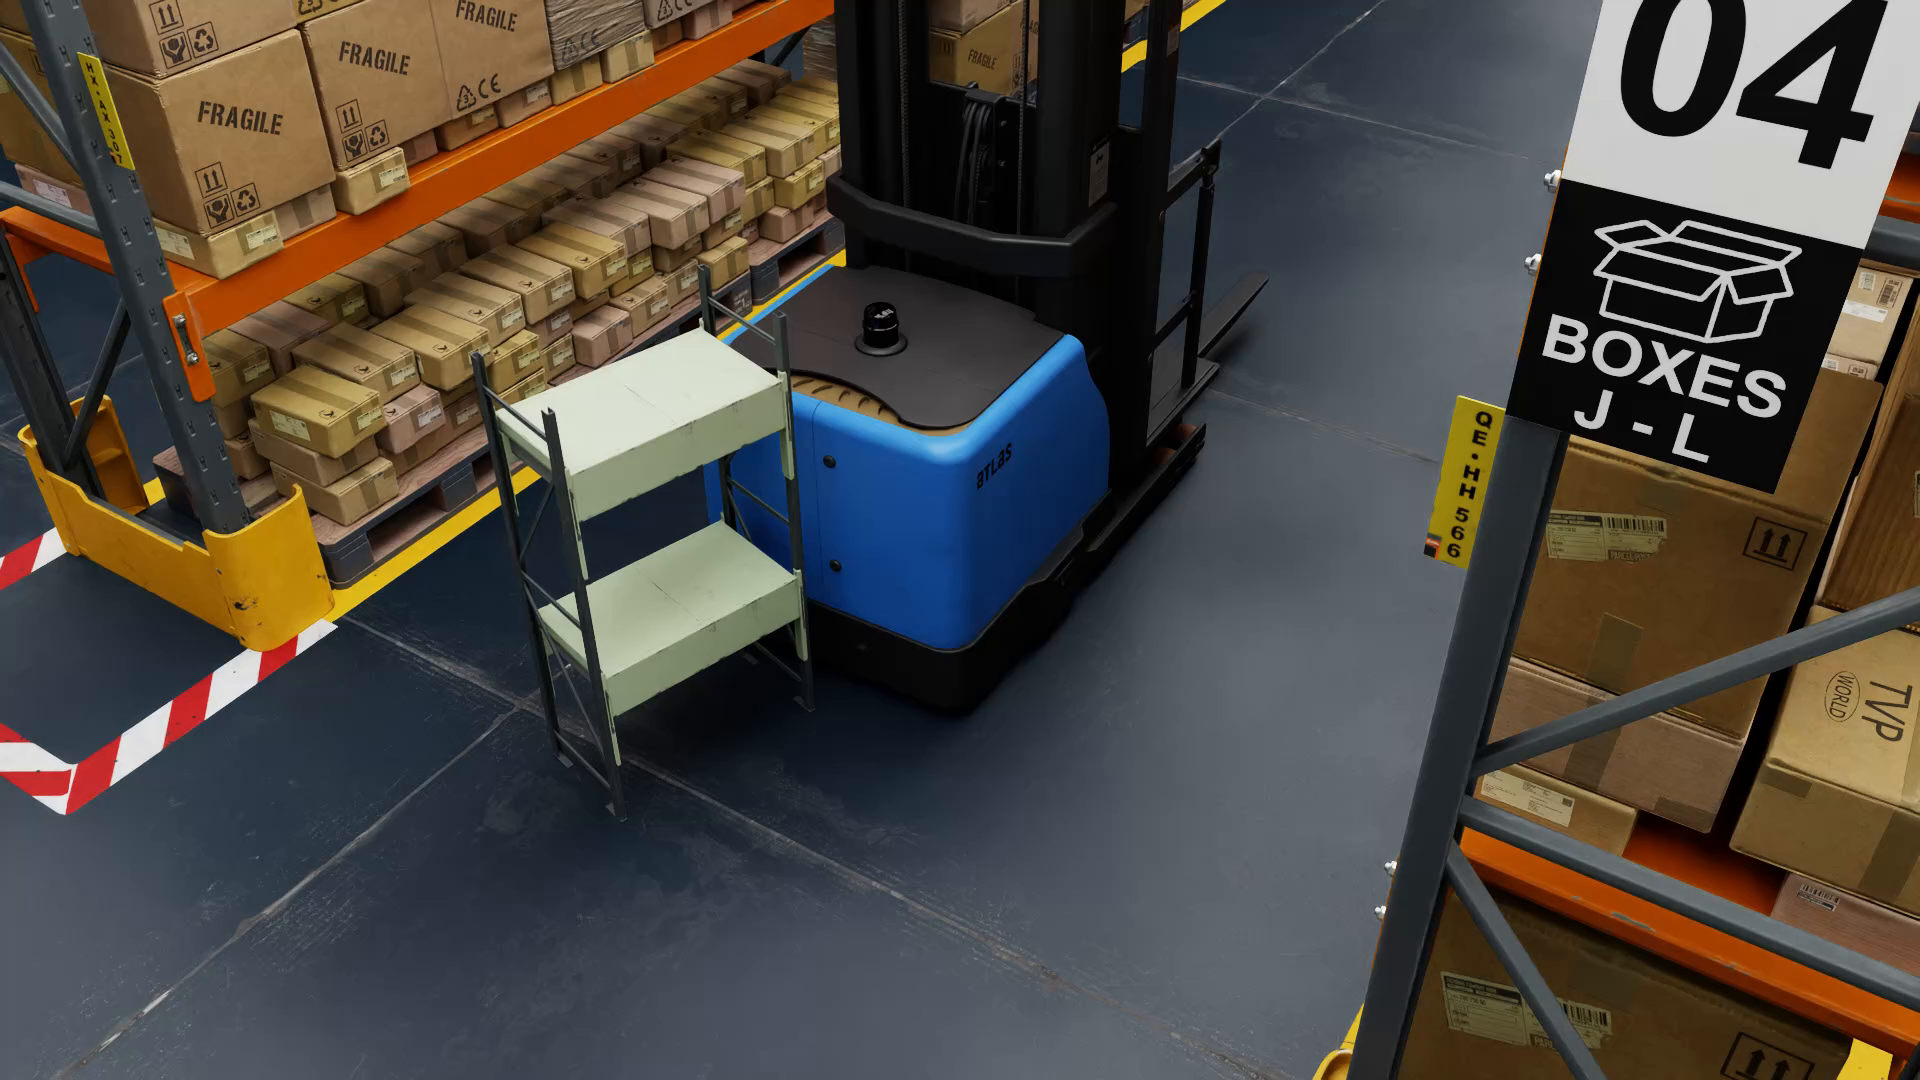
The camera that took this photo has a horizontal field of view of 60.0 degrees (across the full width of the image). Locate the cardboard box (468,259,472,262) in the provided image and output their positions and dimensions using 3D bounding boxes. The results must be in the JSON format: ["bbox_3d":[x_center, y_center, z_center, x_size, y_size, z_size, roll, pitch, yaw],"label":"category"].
[{"bbox_3d":[-2.098,-1.212,7.113,0.380,0.149,0.250,23,43,27],"label":"cardboard box"}]

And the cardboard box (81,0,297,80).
[{"bbox_3d":[-2.372,-1.724,4.885,0.500,0.500,0.500,21,42,25],"label":"cardboard box"}]

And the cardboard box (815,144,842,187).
[{"bbox_3d":[-0.728,-1.833,7.918,0.380,0.149,0.250,19,42,23],"label":"cardboard box"}]

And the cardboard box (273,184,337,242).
[{"bbox_3d":[-2.285,-1.131,5.466,0.380,0.149,0.250,23,43,27],"label":"cardboard box"}]

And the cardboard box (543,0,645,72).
[{"bbox_3d":[-1.556,-2.122,6.220,0.500,0.500,0.500,20,42,24],"label":"cardboard box"}]

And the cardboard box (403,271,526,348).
[{"bbox_3d":[-1.917,-0.882,6.441,0.380,0.149,0.250,19,42,23],"label":"cardboard box"}]

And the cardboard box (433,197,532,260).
[{"bbox_3d":[-2.028,-1.309,6.995,0.380,0.149,0.250,20,42,24],"label":"cardboard box"}]

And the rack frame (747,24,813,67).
[{"bbox_3d":[-0.693,-3.088,7.799,1.000,3.000,0.127,21,42,25],"label":"rack frame"}]

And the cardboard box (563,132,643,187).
[{"bbox_3d":[-1.670,-1.735,7.548,0.380,0.149,0.250,22,43,26],"label":"cardboard box"}]

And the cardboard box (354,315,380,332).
[{"bbox_3d":[-2.518,-0.815,6.597,0.380,0.149,0.250,19,42,23],"label":"cardboard box"}]

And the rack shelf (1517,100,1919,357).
[{"bbox_3d":[2.369,-1.285,3.593,1.077,0.370,4.000,21,42,25],"label":"rack shelf"}]

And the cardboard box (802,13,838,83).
[{"bbox_3d":[-0.510,-2.728,9.036,0.500,0.500,0.500,20,42,24],"label":"cardboard box"}]

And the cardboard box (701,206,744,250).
[{"bbox_3d":[-1.194,-1.454,7.427,0.380,0.149,0.250,22,43,26],"label":"cardboard box"}]

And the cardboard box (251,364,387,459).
[{"bbox_3d":[-2.269,-0.458,5.891,0.380,0.149,0.250,19,42,23],"label":"cardboard box"}]

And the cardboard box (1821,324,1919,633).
[{"bbox_3d":[2.050,-0.124,3.218,0.500,0.500,0.500,20,42,24],"label":"cardboard box"}]

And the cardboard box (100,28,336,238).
[{"bbox_3d":[-2.363,-1.324,5.185,0.500,0.500,0.500,23,43,27],"label":"cardboard box"}]

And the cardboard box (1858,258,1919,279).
[{"bbox_3d":[2.423,-1.084,4.465,0.500,0.500,0.500,20,42,24],"label":"cardboard box"}]

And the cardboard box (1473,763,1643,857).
[{"bbox_3d":[1.210,0.457,3.406,0.380,0.149,0.250,22,43,26],"label":"cardboard box"}]

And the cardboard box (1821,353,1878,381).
[{"bbox_3d":[1.878,-0.270,4.023,0.500,0.250,0.500,20,42,24],"label":"cardboard box"}]

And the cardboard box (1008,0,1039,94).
[{"bbox_3d":[0.208,-2.832,9.170,0.500,0.500,0.500,23,43,27],"label":"cardboard box"}]

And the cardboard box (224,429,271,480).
[{"bbox_3d":[-2.731,-0.403,6.306,0.380,0.149,0.250,22,43,26],"label":"cardboard box"}]

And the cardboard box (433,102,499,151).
[{"bbox_3d":[-1.906,-1.562,6.025,0.380,0.149,0.250,21,42,25],"label":"cardboard box"}]

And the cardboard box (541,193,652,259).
[{"bbox_3d":[-1.527,-1.303,6.988,0.380,0.149,0.250,21,42,25],"label":"cardboard box"}]

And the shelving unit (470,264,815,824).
[{"bbox_3d":[-0.895,0.034,4.977,0.755,1.500,0.431,-29,46,-32],"label":"shelving unit"}]

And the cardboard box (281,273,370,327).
[{"bbox_3d":[-2.552,-0.940,6.517,0.380,0.149,0.250,20,42,24],"label":"cardboard box"}]

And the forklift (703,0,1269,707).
[{"bbox_3d":[0.322,-1.491,5.784,1.130,2.935,3.031,20,42,24],"label":"forklift"}]

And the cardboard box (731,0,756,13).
[{"bbox_3d":[-1.085,-2.367,7.070,0.380,0.149,0.250,20,42,24],"label":"cardboard box"}]

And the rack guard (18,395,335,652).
[{"bbox_3d":[-2.796,-0.075,5.938,1.175,0.500,0.348,21,42,25],"label":"rack guard"}]

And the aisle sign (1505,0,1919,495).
[{"bbox_3d":[1.006,-0.442,2.237,0.394,0.787,0.004,21,42,25],"label":"aisle sign"}]

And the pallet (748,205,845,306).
[{"bbox_3d":[-1.023,-1.626,8.186,1.003,0.211,1.213,21,42,25],"label":"pallet"}]

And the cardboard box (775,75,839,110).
[{"bbox_3d":[-0.664,-2.092,8.011,0.380,0.149,0.250,22,43,26],"label":"cardboard box"}]

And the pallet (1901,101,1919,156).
[{"bbox_3d":[1.686,-0.890,2.563,1.003,0.211,1.213,21,42,25],"label":"pallet"}]

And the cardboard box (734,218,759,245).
[{"bbox_3d":[-1.157,-1.452,7.667,0.380,0.149,0.250,20,42,24],"label":"cardboard box"}]

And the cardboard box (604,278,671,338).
[{"bbox_3d":[-1.468,-1.030,7.121,0.380,0.149,0.250,21,42,25],"label":"cardboard box"}]

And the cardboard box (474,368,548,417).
[{"bbox_3d":[-1.858,-0.616,6.584,0.380,0.149,0.250,22,43,26],"label":"cardboard box"}]

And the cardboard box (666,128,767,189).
[{"bbox_3d":[-1.100,-1.709,7.513,0.380,0.149,0.250,23,43,27],"label":"cardboard box"}]

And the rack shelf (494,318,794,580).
[{"bbox_3d":[-0.895,-0.275,4.739,0.720,0.370,0.431,-29,46,-32],"label":"rack shelf"}]

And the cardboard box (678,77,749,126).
[{"bbox_3d":[-1.251,-2.128,8.058,0.380,0.149,0.250,23,43,27],"label":"cardboard box"}]

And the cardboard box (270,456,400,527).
[{"bbox_3d":[-2.286,-0.228,6.081,0.380,0.149,0.250,22,43,26],"label":"cardboard box"}]

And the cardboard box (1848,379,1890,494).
[{"bbox_3d":[2.328,-0.097,3.798,0.500,0.250,0.500,20,42,24],"label":"cardboard box"}]

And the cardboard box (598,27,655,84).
[{"bbox_3d":[-1.426,-1.935,6.509,0.380,0.149,0.250,22,43,26],"label":"cardboard box"}]

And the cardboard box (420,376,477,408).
[{"bbox_3d":[-2.088,-0.645,6.377,0.380,0.149,0.250,22,43,26],"label":"cardboard box"}]

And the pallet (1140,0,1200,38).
[{"bbox_3d":[1.030,-3.643,10.803,1.003,0.211,1.213,21,42,25],"label":"pallet"}]

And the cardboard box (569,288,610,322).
[{"bbox_3d":[-1.687,-1.063,6.919,0.380,0.149,0.250,23,43,27],"label":"cardboard box"}]
